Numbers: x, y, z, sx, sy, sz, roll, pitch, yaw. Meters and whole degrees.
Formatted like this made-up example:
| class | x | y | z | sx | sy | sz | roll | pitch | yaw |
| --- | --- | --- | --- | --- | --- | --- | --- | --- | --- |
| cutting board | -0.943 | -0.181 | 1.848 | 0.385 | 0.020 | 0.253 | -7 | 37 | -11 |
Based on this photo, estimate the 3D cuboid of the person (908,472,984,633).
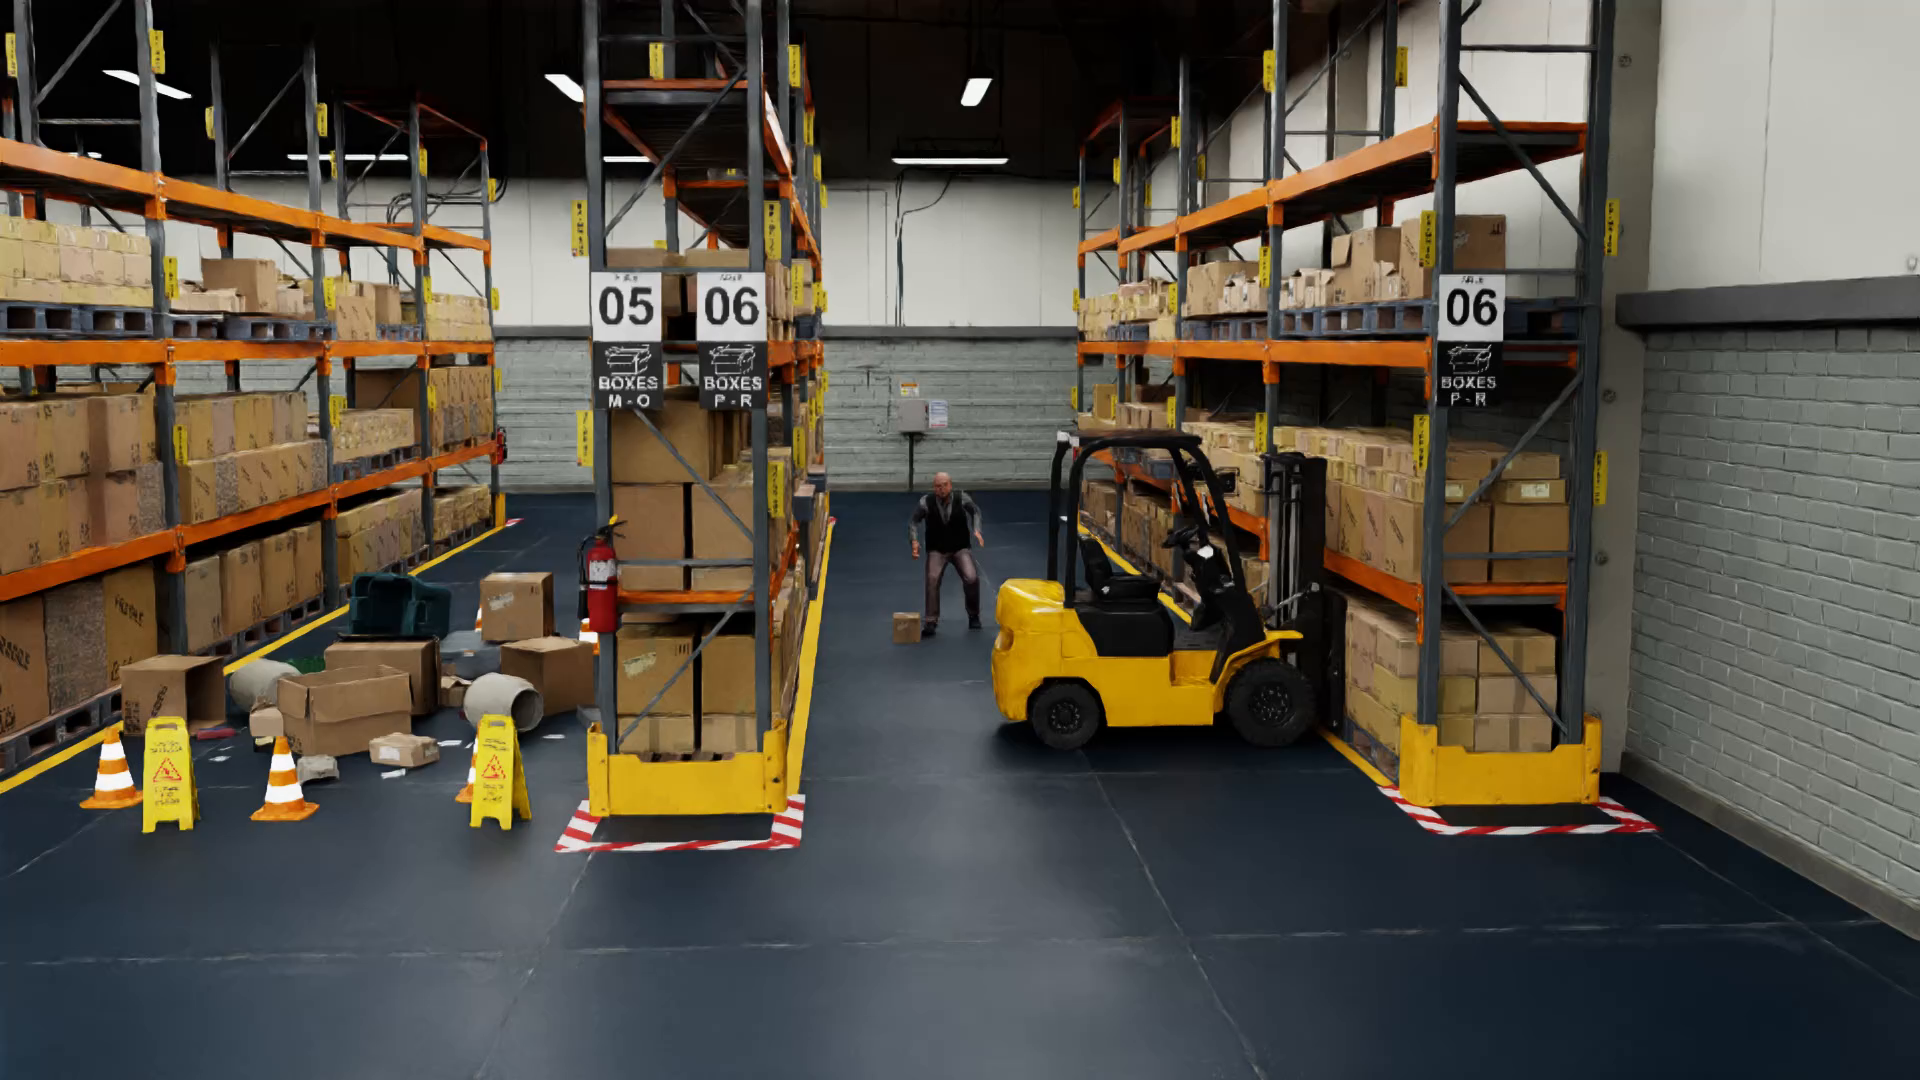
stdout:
| class | x | y | z | sx | sy | sz | roll | pitch | yaw |
| --- | --- | --- | --- | --- | --- | --- | --- | --- | --- |
| person | -0.135 | 0.113 | 16.115 | 0.737 | 1.546 | 0.795 | 0 | 7 | -2 |
